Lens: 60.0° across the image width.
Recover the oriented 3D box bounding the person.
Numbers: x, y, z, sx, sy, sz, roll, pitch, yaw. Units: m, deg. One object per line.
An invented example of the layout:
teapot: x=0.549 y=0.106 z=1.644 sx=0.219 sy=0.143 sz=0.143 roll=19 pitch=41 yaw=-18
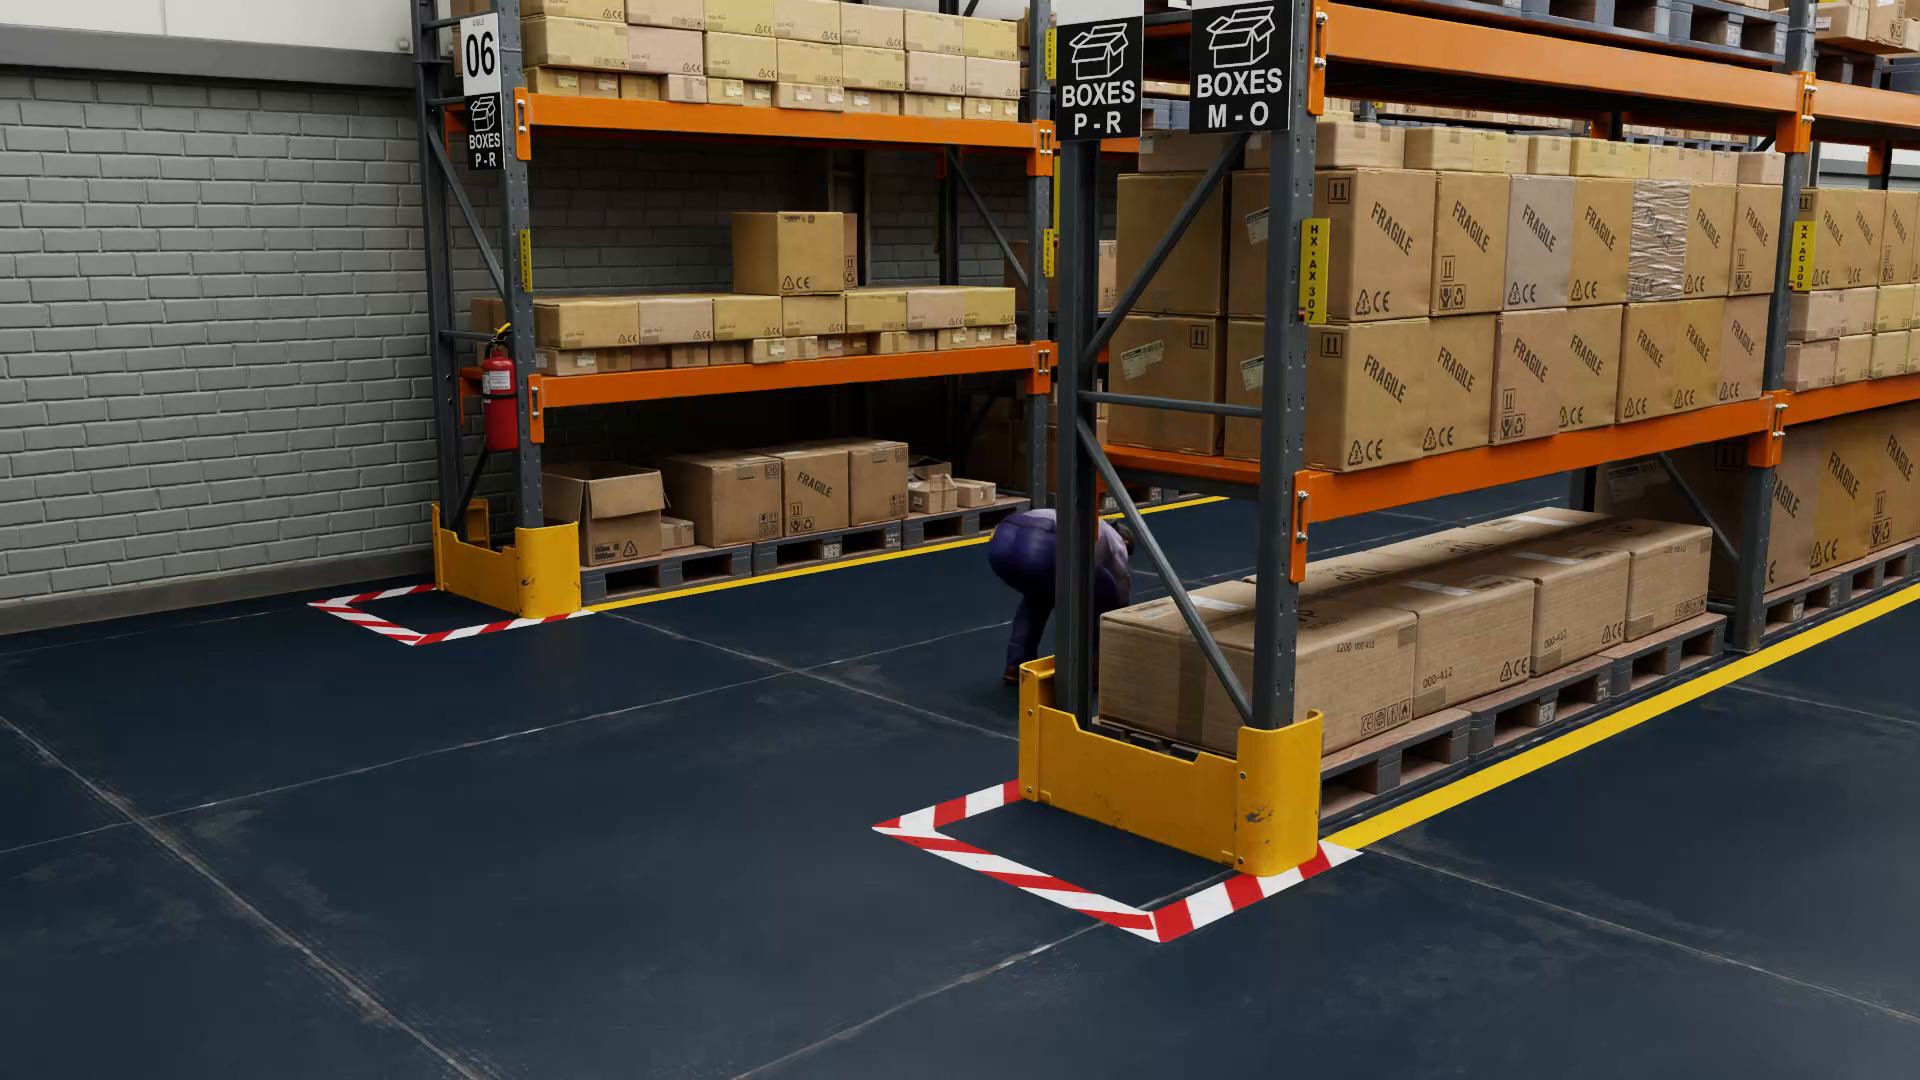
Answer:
person: x=0.545 y=0.244 z=7.856 sx=0.513 sy=0.841 sz=0.829 roll=10 pitch=15 yaw=43
